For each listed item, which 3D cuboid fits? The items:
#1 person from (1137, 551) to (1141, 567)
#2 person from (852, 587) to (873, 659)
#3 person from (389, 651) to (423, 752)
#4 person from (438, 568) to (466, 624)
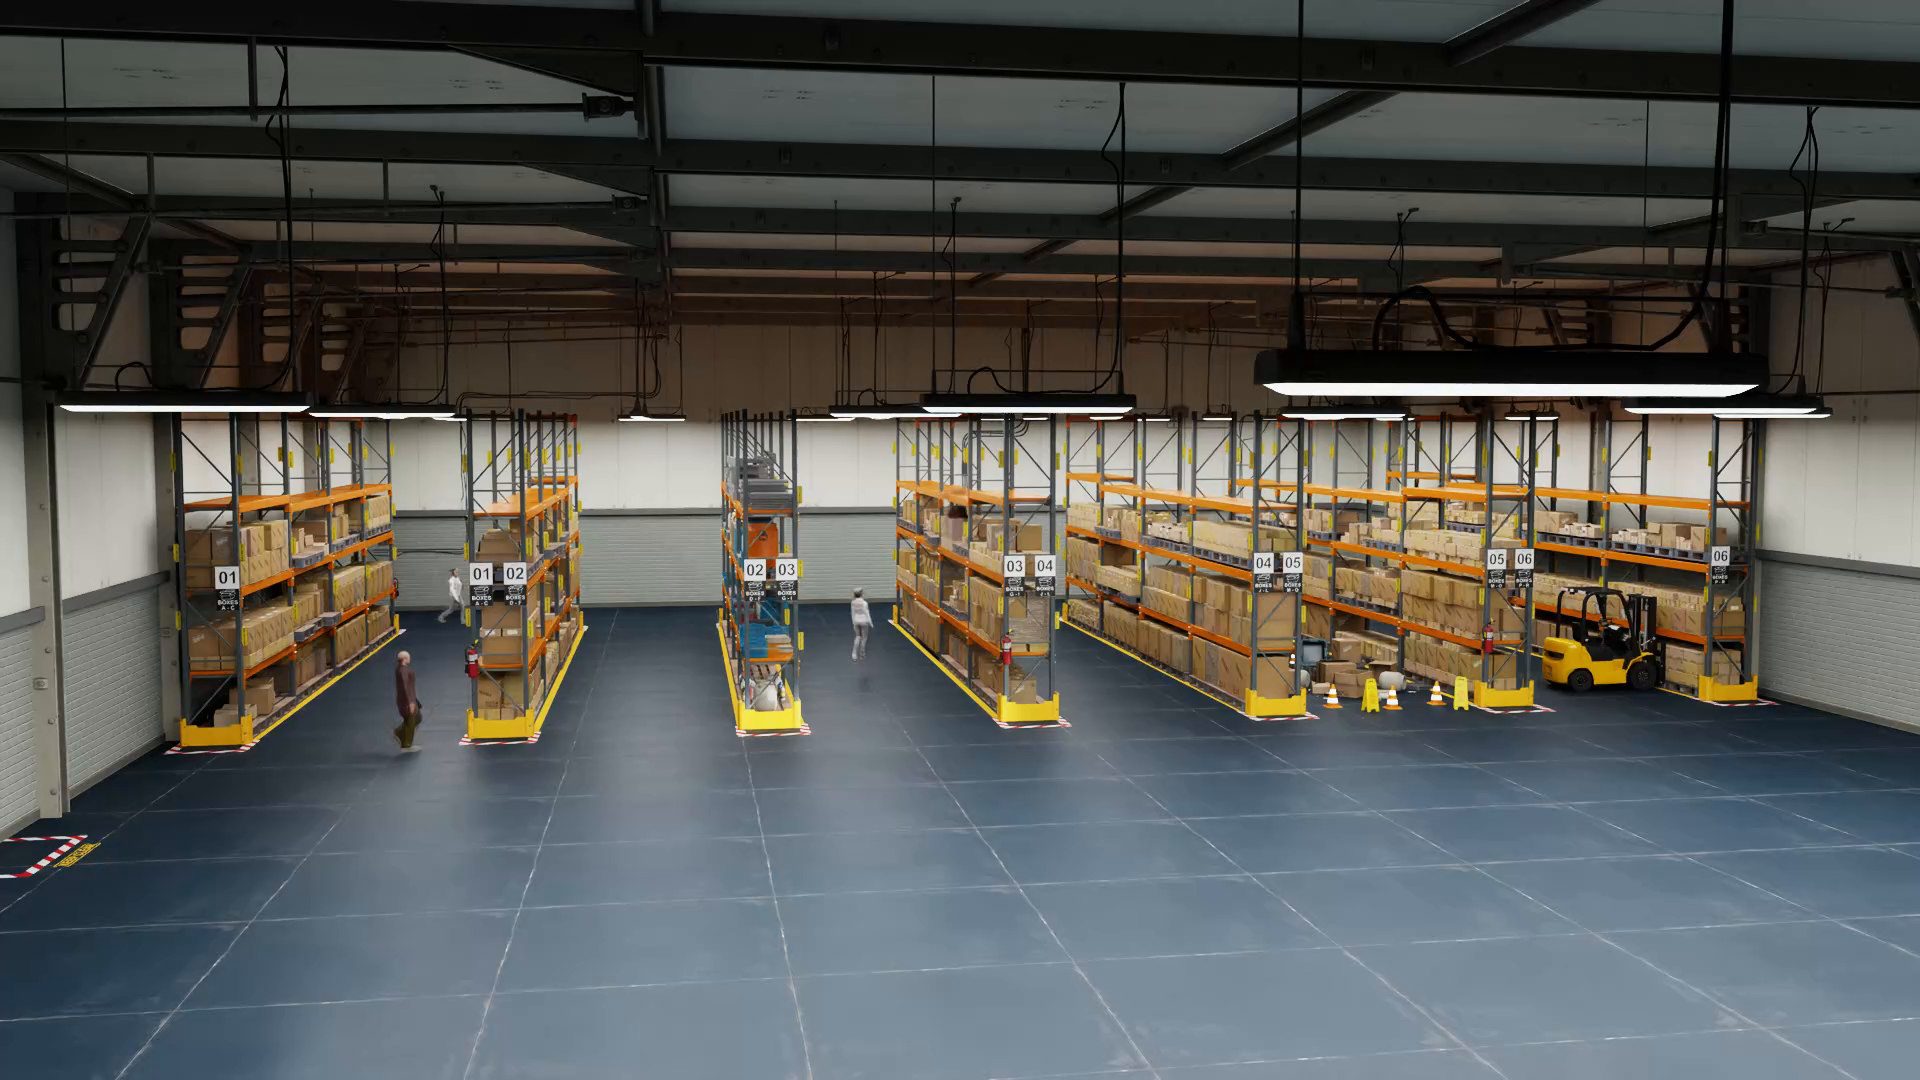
[{"bbox_3d":[5.590,1.173,52.671,0.886,1.730,0.576,-1,4,-20],"label":"person"},{"bbox_3d":[-2.258,1.924,38.317,0.515,1.673,0.430,2,5,30],"label":"person"},{"bbox_3d":[-9.627,2.804,28.897,0.524,1.760,0.594,-1,4,-10],"label":"person"},{"bbox_3d":[-14.415,1.597,47.341,0.907,1.626,0.514,0,4,4],"label":"person"}]
